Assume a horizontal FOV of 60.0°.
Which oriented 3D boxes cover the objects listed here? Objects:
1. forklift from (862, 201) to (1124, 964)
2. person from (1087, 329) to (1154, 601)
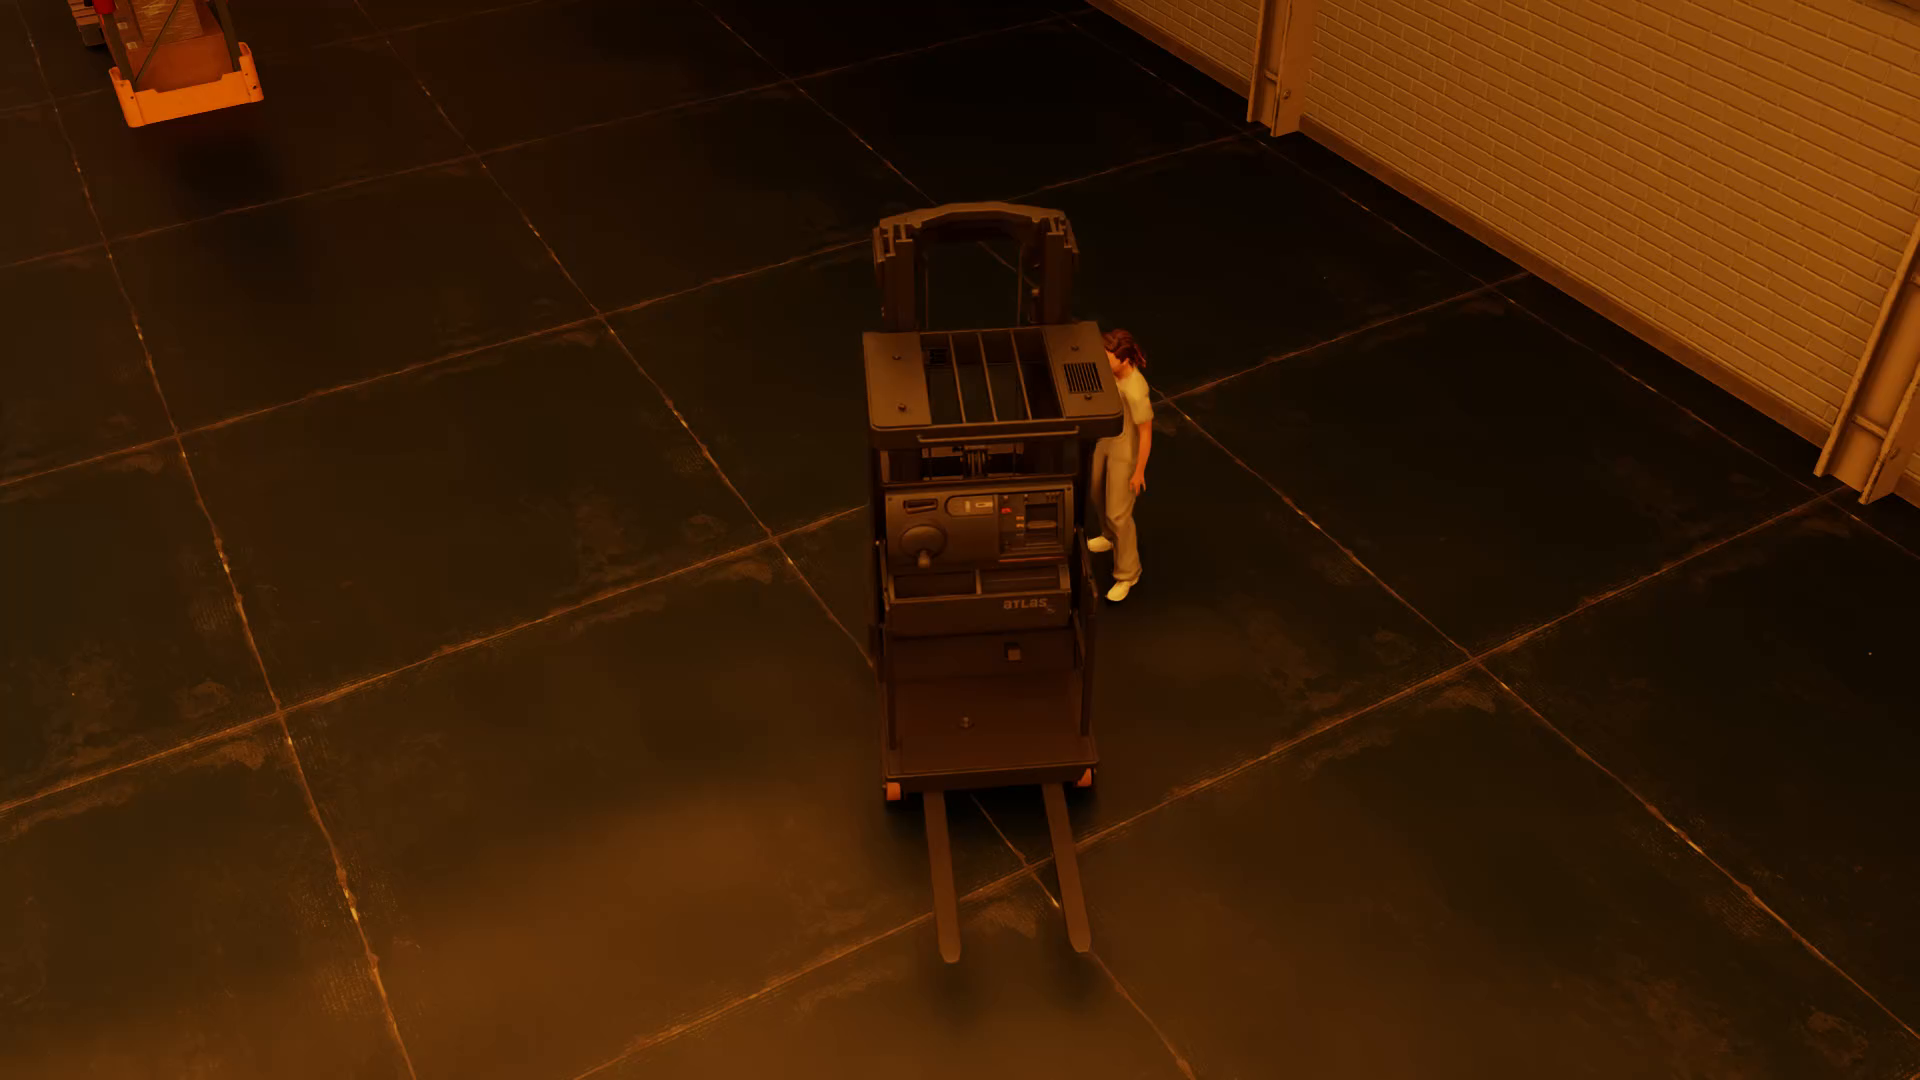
[{"bbox_3d":[0.121,0.005,8.030,1.130,2.935,3.031,-4,40,-4],"label":"forklift"},{"bbox_3d":[0.939,-0.508,9.661,0.365,1.648,0.759,-12,41,-14],"label":"person"}]
